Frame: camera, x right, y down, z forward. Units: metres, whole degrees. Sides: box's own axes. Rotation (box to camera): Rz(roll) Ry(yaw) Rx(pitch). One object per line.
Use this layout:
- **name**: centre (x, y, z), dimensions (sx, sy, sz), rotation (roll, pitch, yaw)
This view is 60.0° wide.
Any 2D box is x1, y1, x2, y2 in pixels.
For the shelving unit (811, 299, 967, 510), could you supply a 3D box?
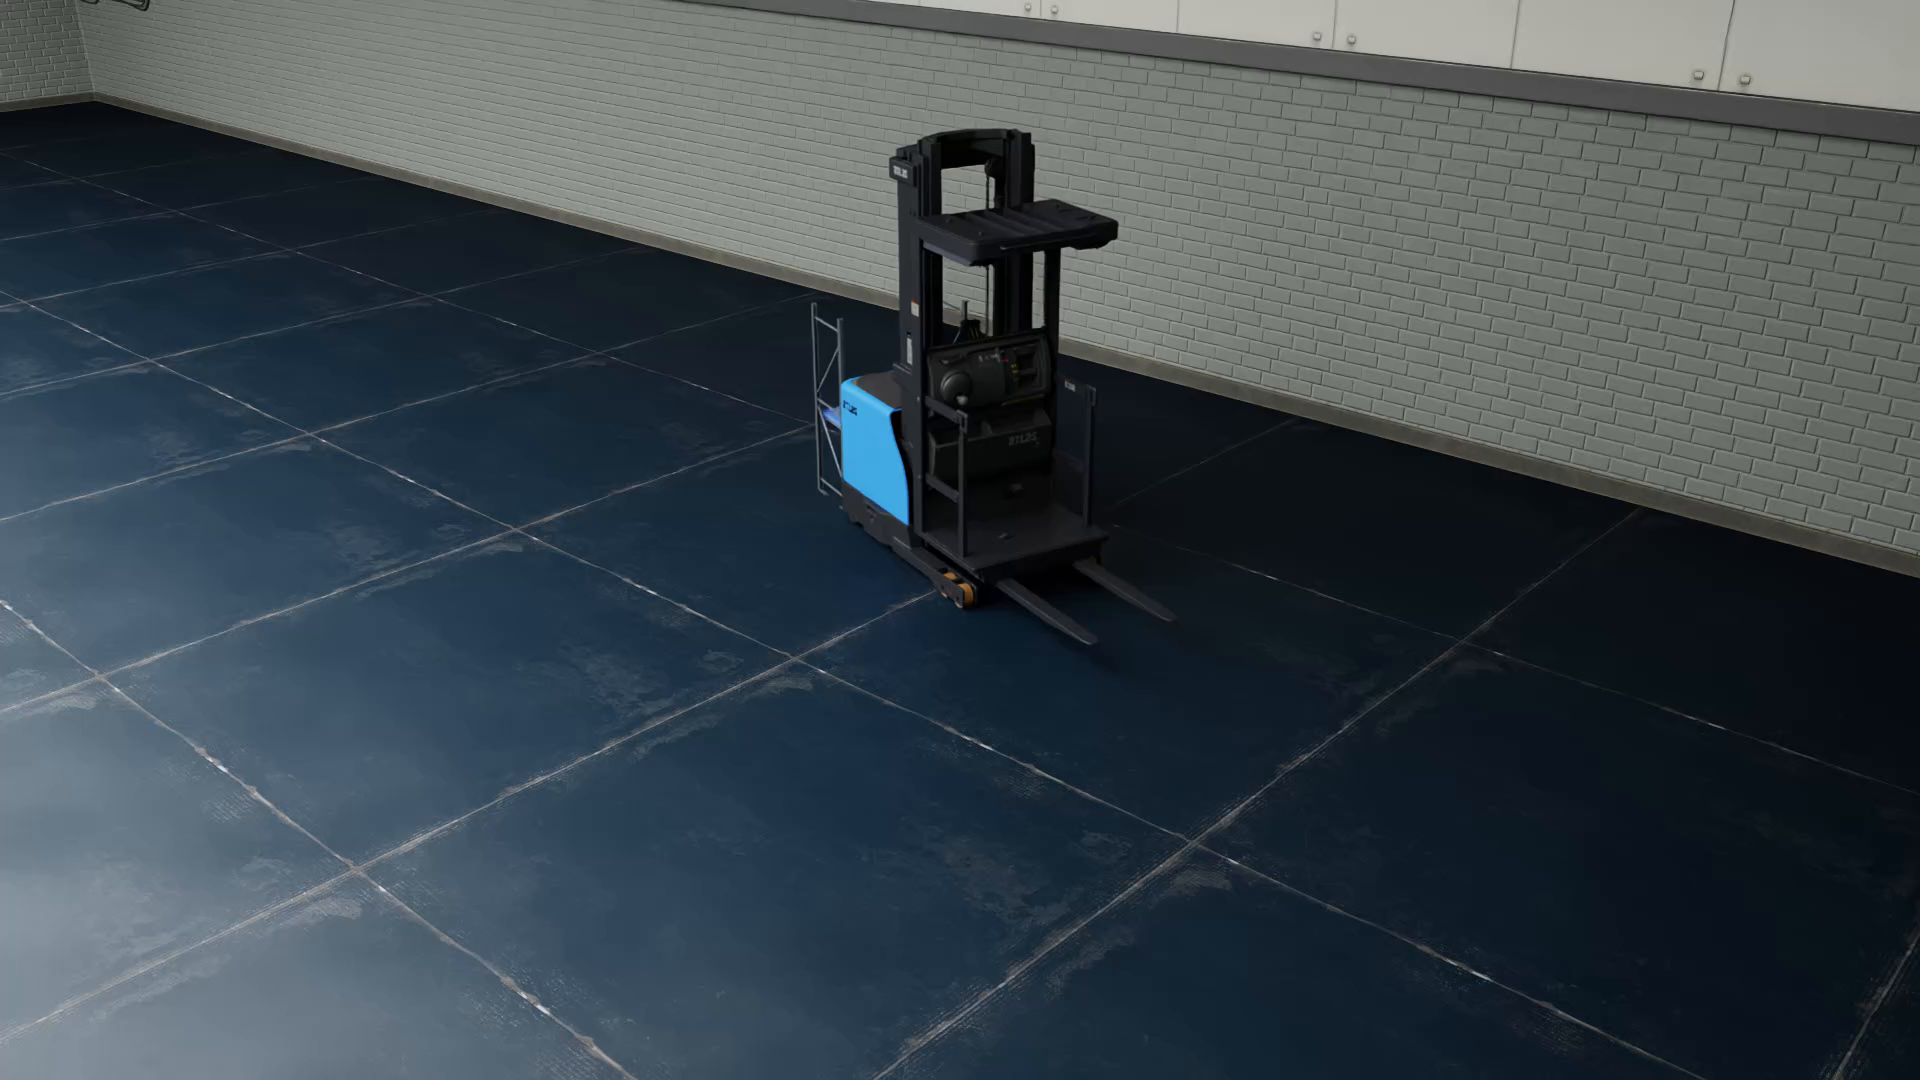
- **shelving unit**: centre (-0.524, -1.087, 12.639), dimensions (1.048, 1.500, 0.538), rotation (-13, 27, -26)

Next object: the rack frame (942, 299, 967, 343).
- **rack frame**: centre (-0.078, -1.187, 12.862), dimensions (0.032, 1.500, 0.500), rotation (-13, 27, -26)

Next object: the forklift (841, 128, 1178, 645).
- **forklift**: centre (0.309, -1.101, 10.921), dimensions (1.130, 2.935, 3.031), rotation (-14, 28, -28)

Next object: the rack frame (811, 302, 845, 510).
- **rack frame**: centre (-0.970, -0.987, 12.416), dimensions (0.032, 1.500, 0.500), rotation (-13, 27, -26)

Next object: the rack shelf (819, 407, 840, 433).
- **rack shelf**: centre (-0.524, -0.922, 12.713), dimensions (1.000, 0.185, 0.538), rotation (-13, 27, -26)

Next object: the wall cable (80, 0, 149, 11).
- **wall cable**: centre (-14.192, -10.039, 27.235), dimensions (3.097, 2.526, 0.112), rotation (20, 31, 38)
